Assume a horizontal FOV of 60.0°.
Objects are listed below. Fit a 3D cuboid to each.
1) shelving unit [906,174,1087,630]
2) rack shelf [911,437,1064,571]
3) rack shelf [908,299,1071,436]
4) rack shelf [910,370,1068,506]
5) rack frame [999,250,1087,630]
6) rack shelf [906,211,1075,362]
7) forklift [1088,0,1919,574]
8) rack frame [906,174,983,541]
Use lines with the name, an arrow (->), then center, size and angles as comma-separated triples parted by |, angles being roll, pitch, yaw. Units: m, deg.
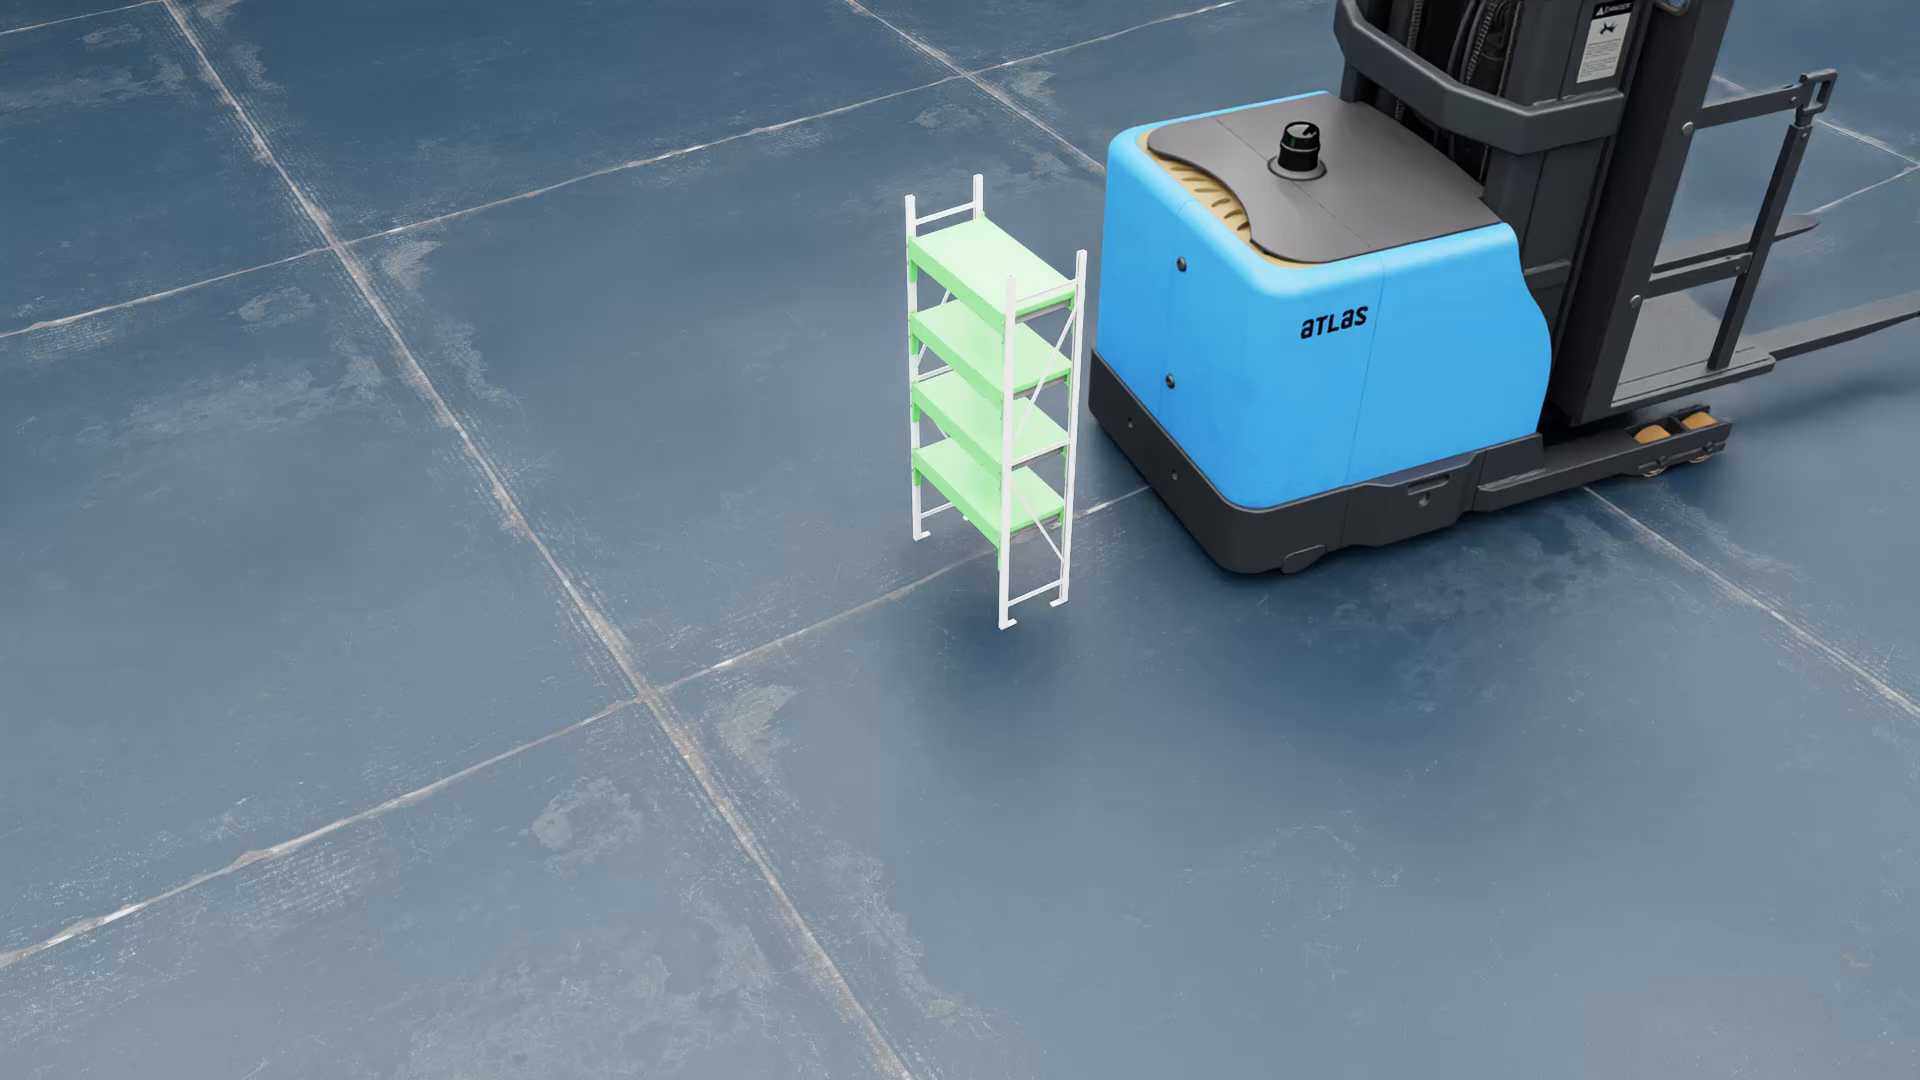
shelving unit -> 0.089, -0.372, 4.759 | 0.258, 1.200, 0.503 | -22, 45, -24
rack shelf -> 0.089, -0.138, 4.953 | 0.258, 0.148, 0.480 | -22, 45, -24
rack shelf -> 0.089, -0.507, 4.646 | 0.258, 0.148, 0.480 | -22, 45, -24
rack shelf -> 0.089, -0.323, 4.800 | 0.258, 0.148, 0.480 | -22, 45, -24
rack frame -> 0.220, -0.240, 4.601 | 0.240, 1.200, 0.015 | -22, 45, -24
rack shelf -> 0.089, -0.691, 4.492 | 0.258, 0.148, 0.480 | -22, 45, -24
forklift -> 2.005, -1.633, 4.920 | 3.031, 2.935, 1.130 | -15, 42, -17
rack frame -> -0.042, -0.503, 4.917 | 0.240, 1.200, 0.015 | -22, 45, -24
